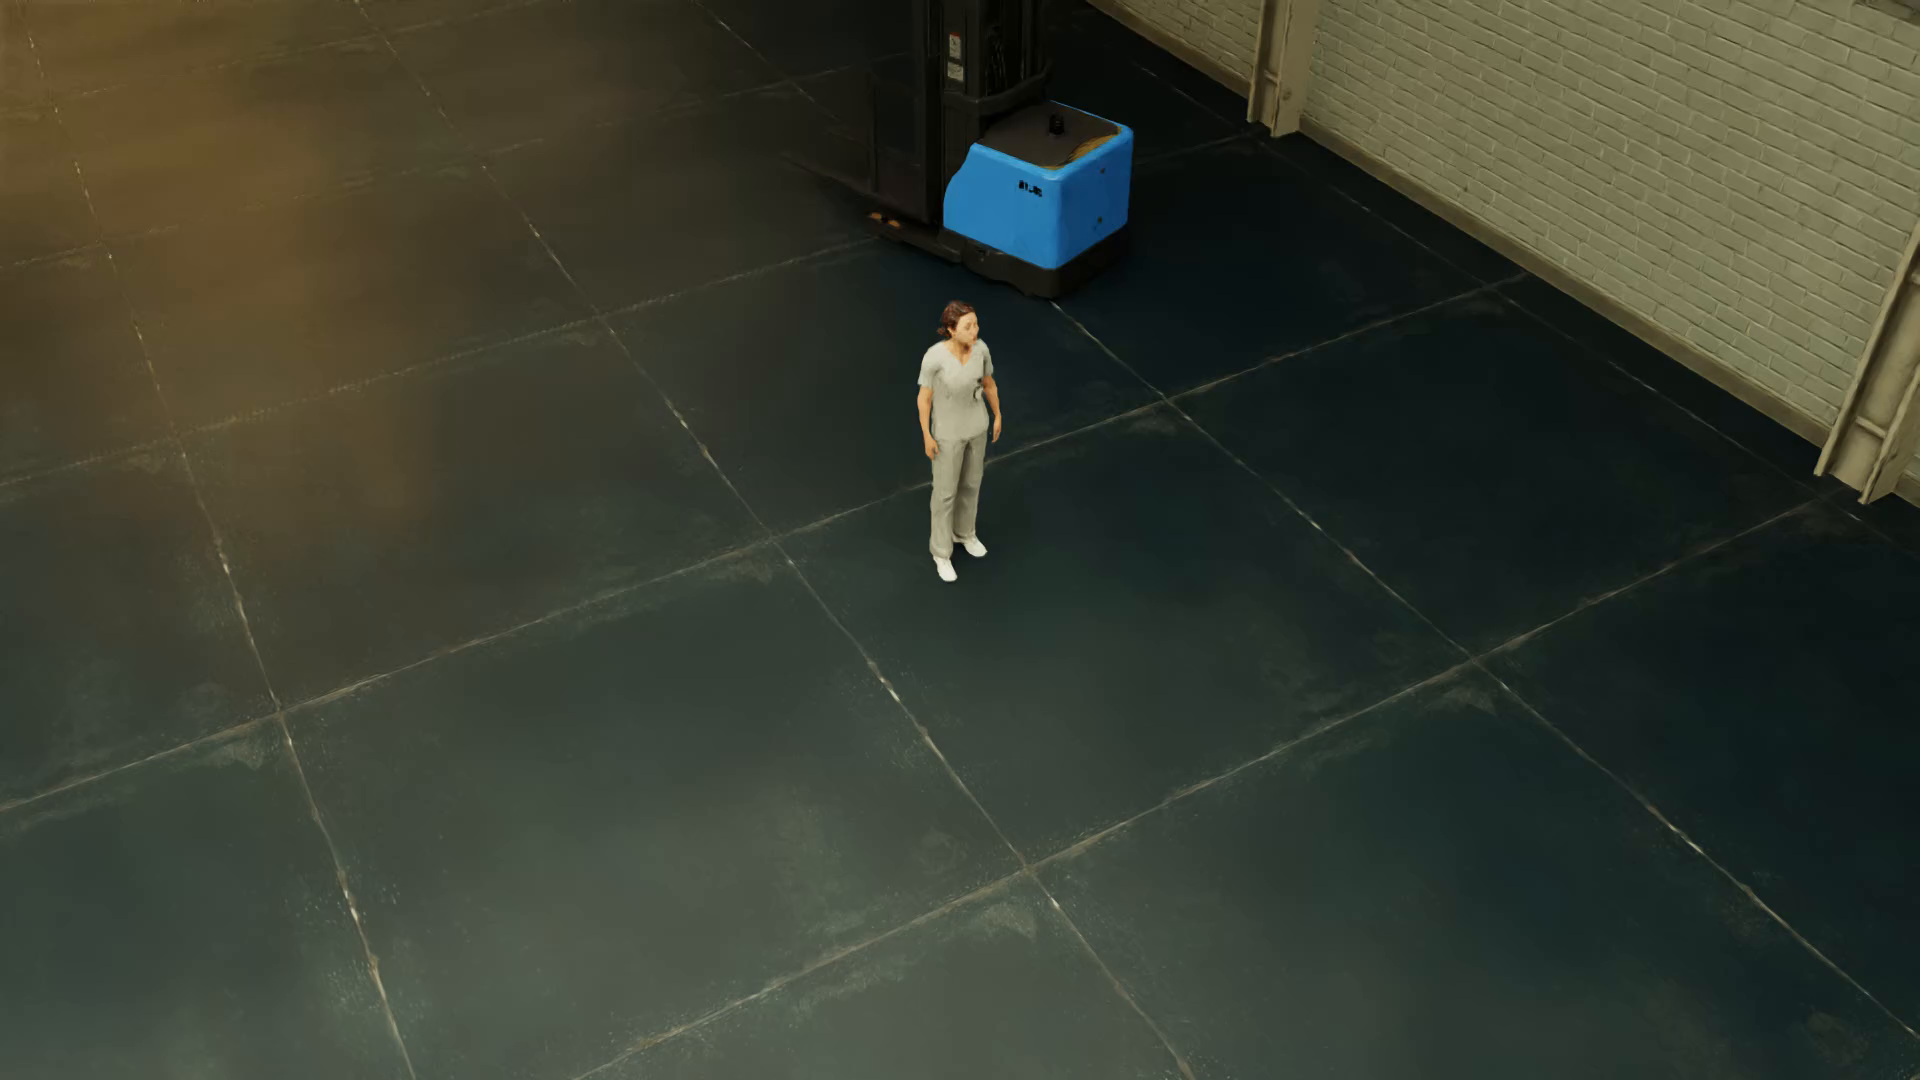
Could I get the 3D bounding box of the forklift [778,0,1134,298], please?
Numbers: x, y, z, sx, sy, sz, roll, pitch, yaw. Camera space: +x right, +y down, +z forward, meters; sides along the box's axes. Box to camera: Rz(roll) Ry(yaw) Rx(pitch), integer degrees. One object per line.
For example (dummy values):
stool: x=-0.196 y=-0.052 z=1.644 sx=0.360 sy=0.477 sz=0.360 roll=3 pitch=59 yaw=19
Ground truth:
forklift: x=-0.148 y=-3.726 z=12.529 sx=3.031 sy=2.935 sz=1.130 roll=28 pitch=47 yaw=30

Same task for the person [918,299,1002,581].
person: x=0.026 y=-0.606 z=9.738 sx=0.550 sy=1.674 sz=0.548 roll=-20 pitch=44 yaw=-23
